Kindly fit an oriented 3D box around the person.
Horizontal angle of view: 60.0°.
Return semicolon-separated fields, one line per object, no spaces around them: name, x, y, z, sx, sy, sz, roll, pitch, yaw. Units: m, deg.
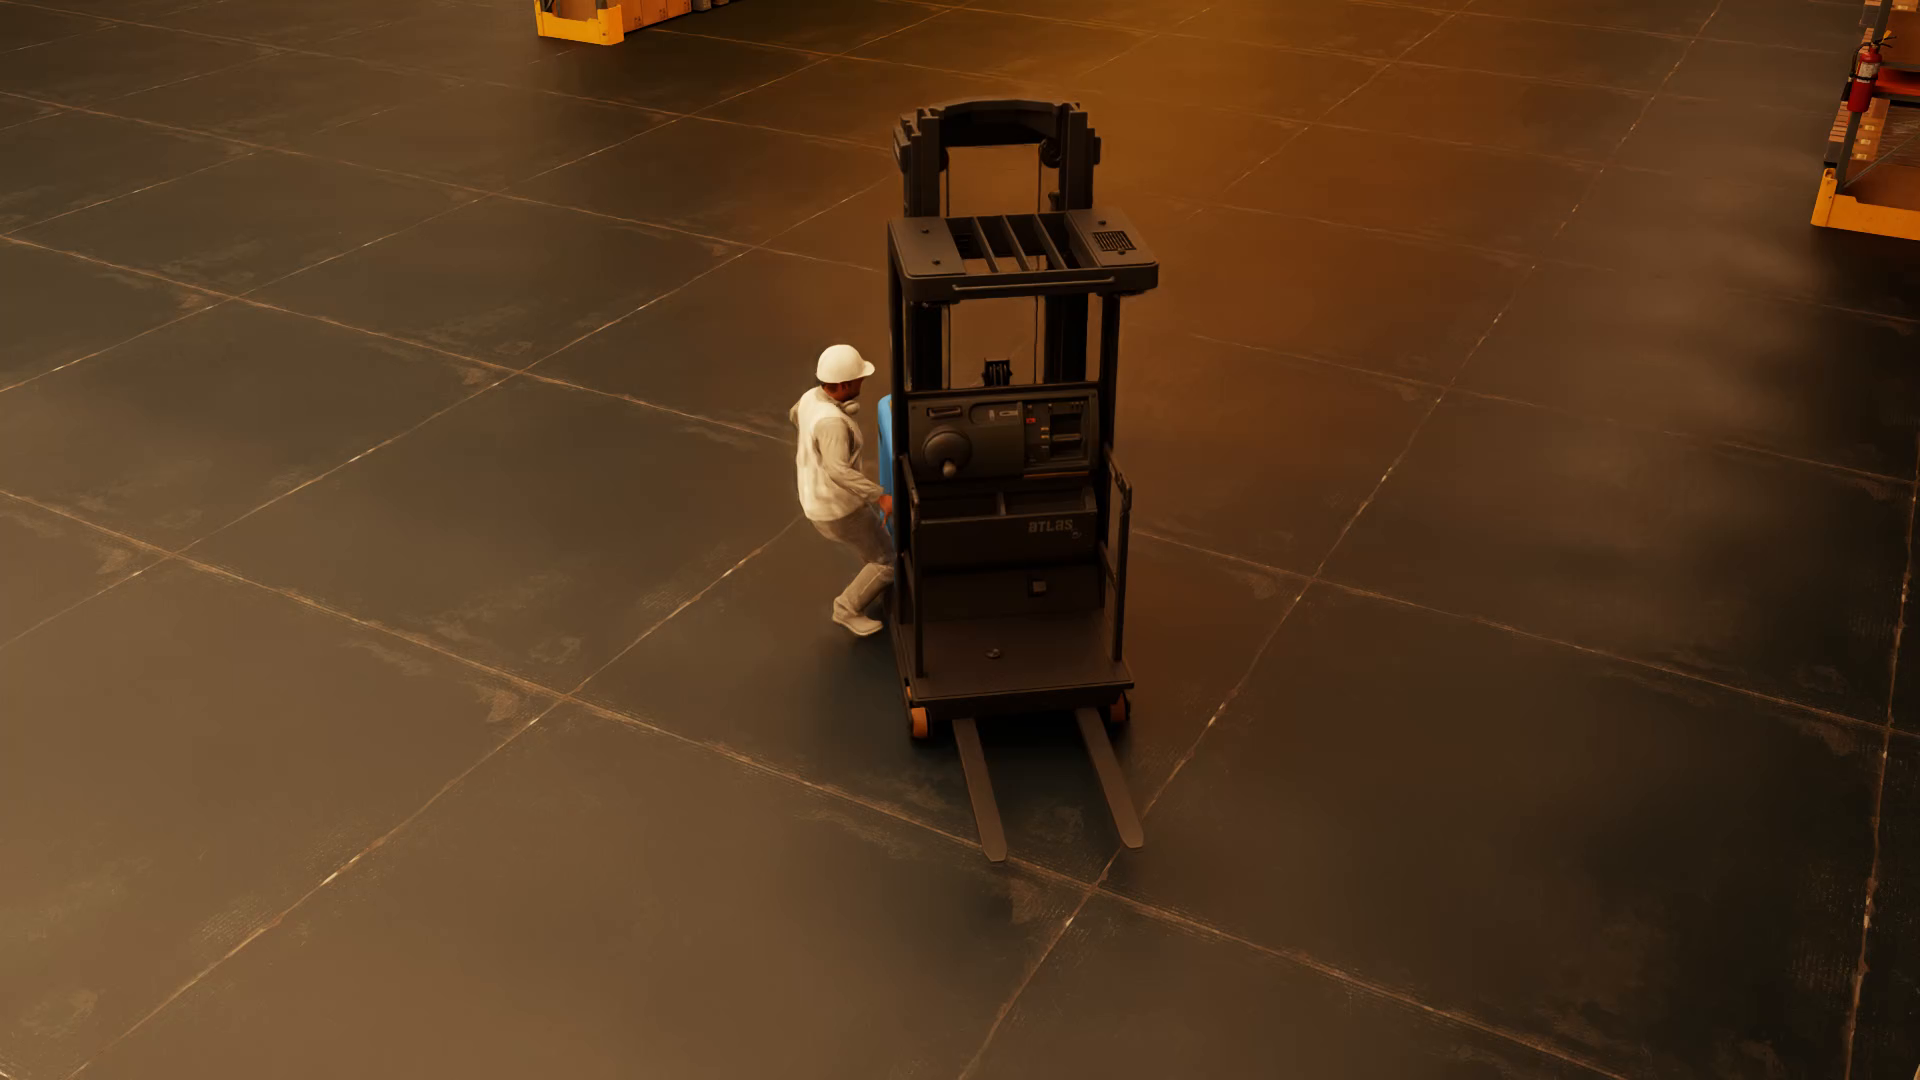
person;-0.474;-0.263;8.777;0.764;1.696;0.948;-7;31;-11

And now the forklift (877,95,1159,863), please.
forklift;0.249;-0.463;7.873;1.130;2.935;3.031;-4;30;-7
